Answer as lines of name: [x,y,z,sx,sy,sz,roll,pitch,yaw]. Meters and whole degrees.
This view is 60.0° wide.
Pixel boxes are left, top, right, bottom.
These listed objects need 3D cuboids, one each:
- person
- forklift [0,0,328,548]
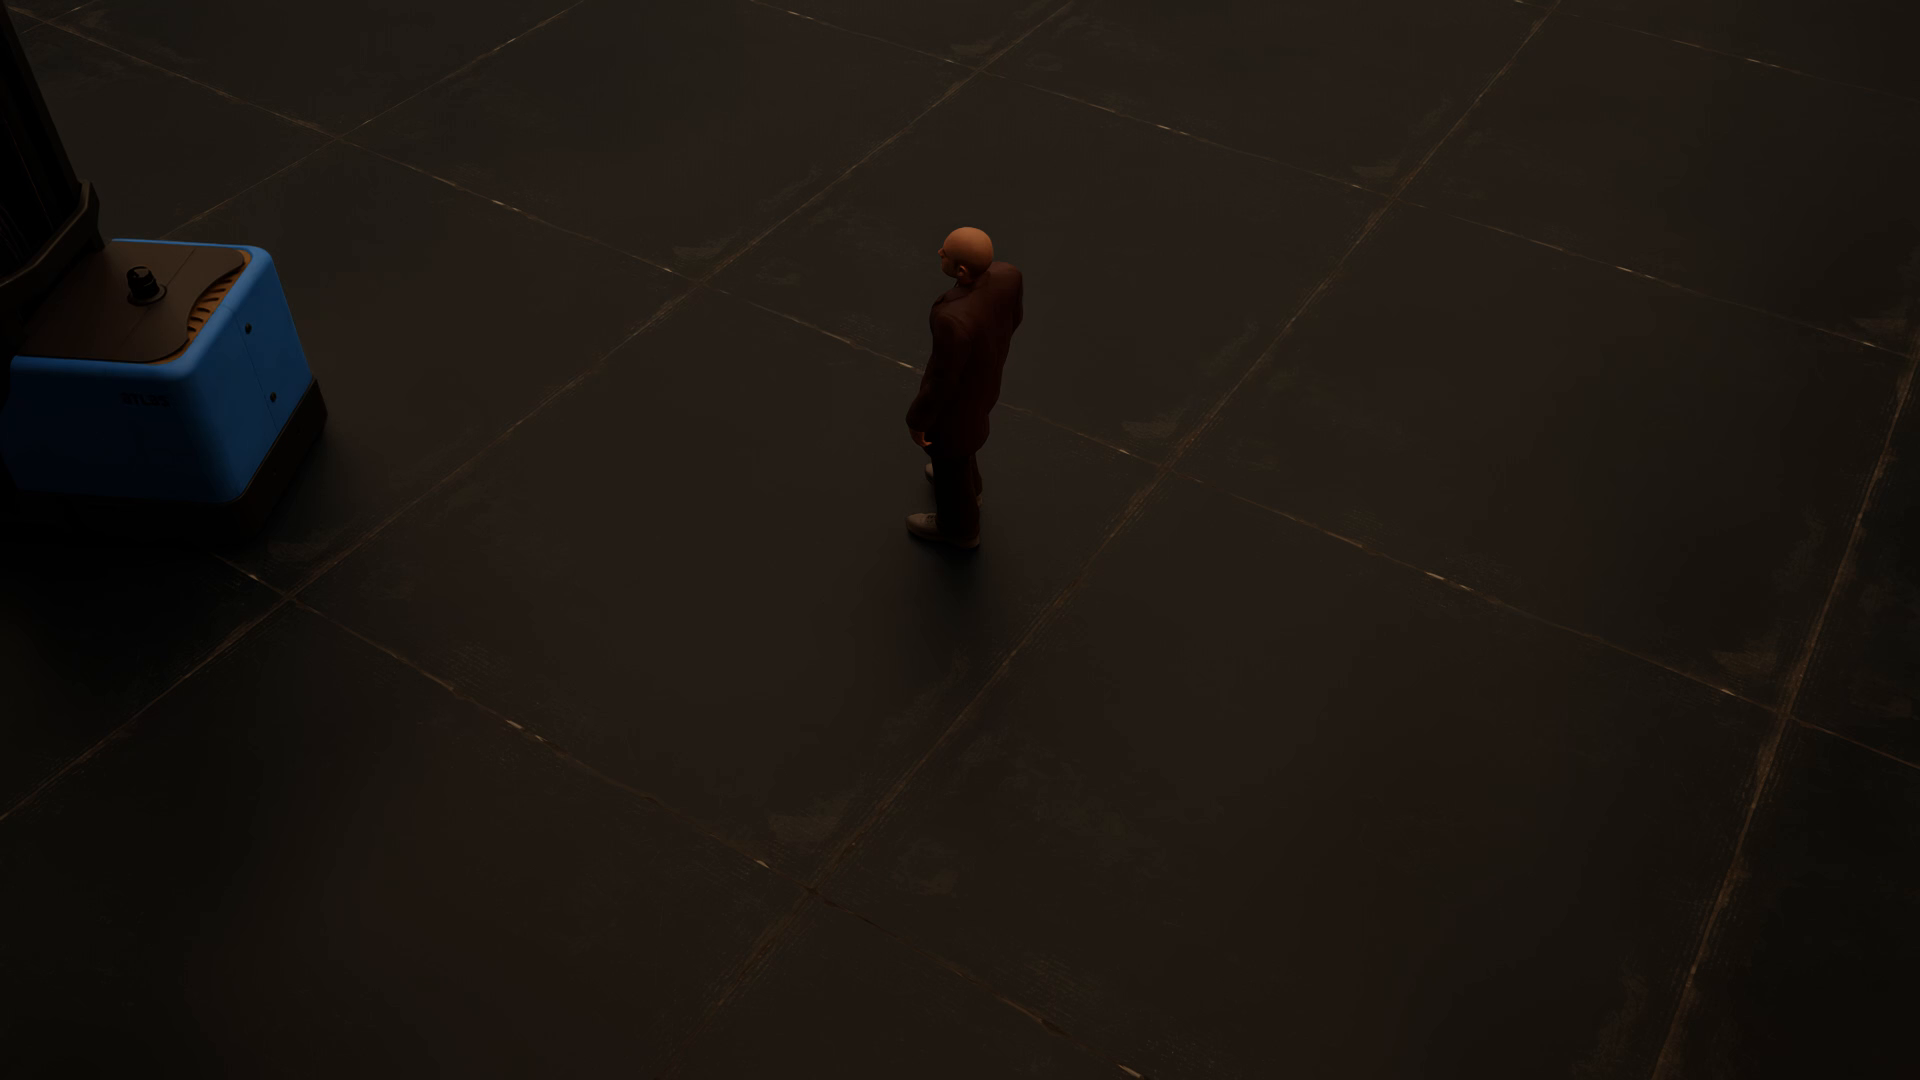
person: [-0.076,-0.687,7.401,0.580,1.777,0.698,24,48,23]
forklift: [-4.800,-1.451,7.379,3.031,2.935,1.130,4,44,4]
